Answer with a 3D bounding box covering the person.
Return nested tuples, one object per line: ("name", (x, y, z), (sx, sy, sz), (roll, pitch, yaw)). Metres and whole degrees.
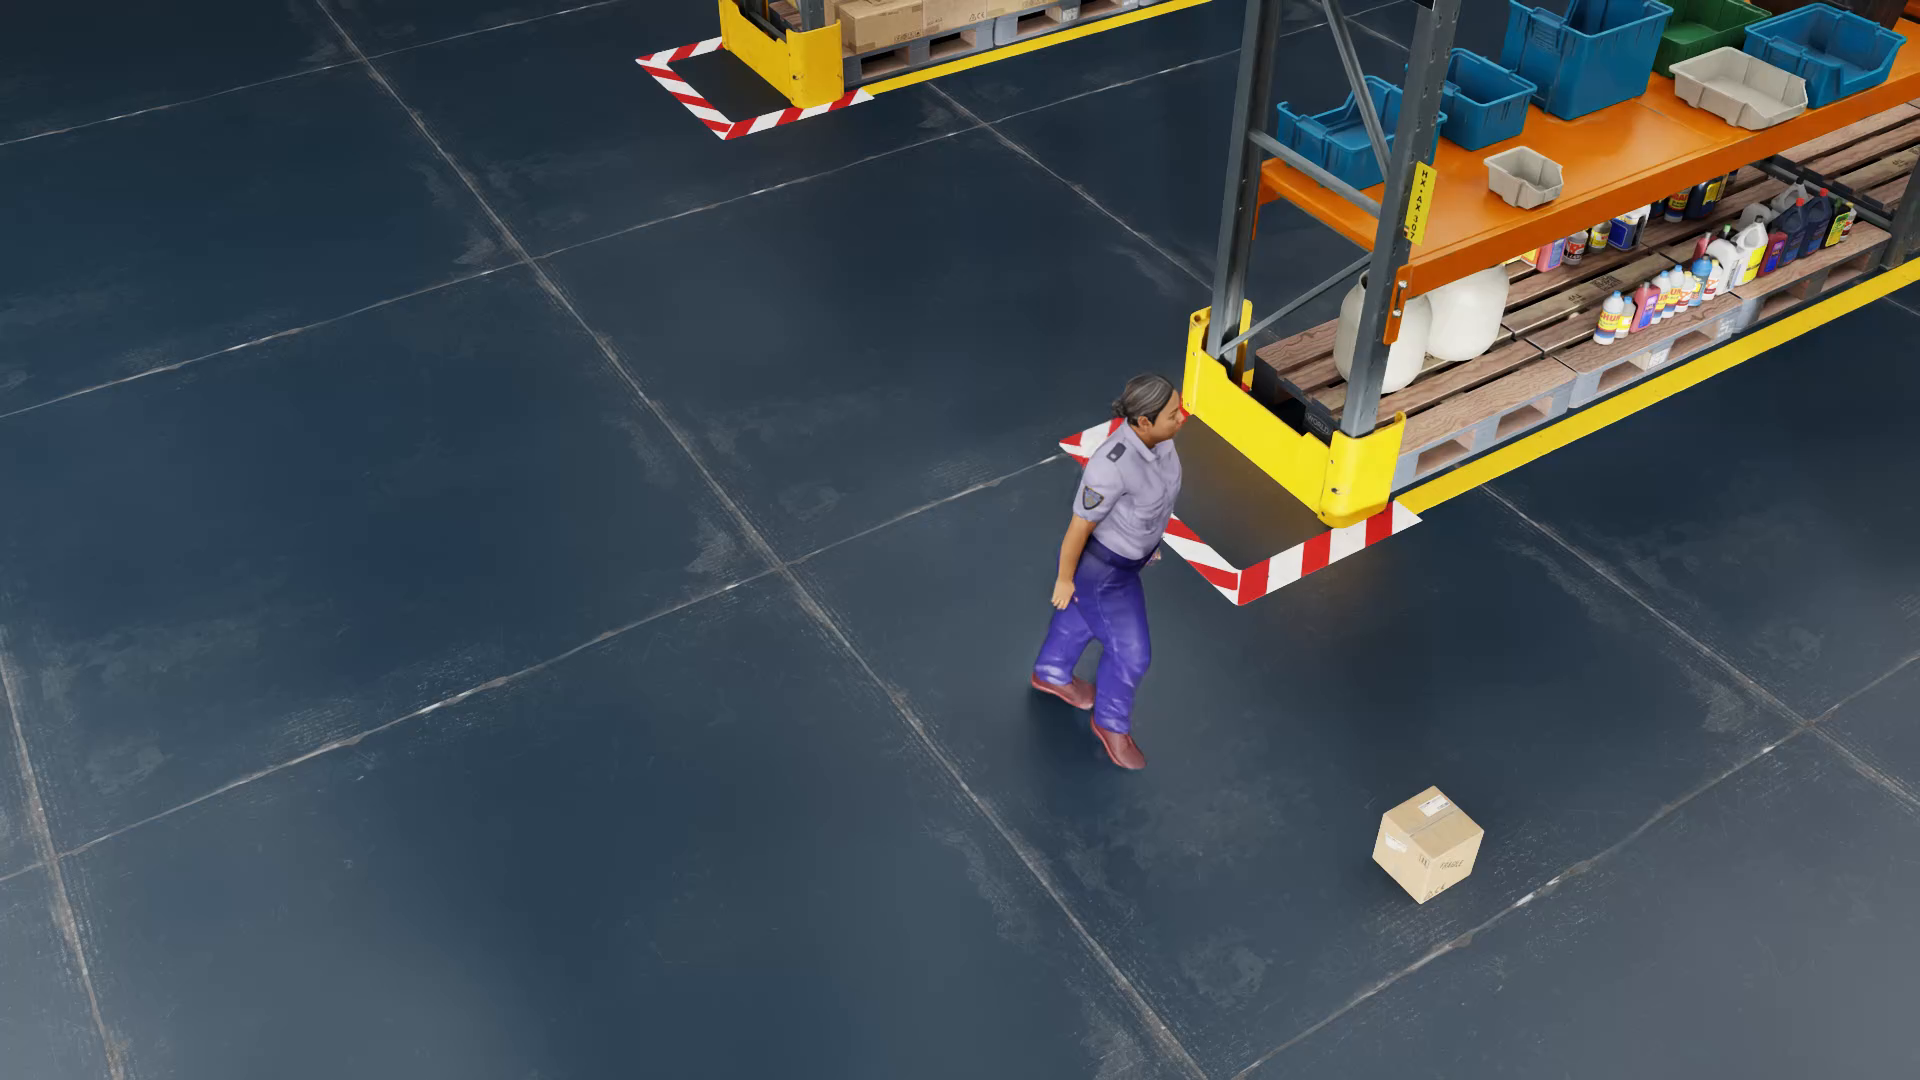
("person", (0.541, 0.071, 6.117), (0.566, 1.688, 0.505), (16, 43, 17))
